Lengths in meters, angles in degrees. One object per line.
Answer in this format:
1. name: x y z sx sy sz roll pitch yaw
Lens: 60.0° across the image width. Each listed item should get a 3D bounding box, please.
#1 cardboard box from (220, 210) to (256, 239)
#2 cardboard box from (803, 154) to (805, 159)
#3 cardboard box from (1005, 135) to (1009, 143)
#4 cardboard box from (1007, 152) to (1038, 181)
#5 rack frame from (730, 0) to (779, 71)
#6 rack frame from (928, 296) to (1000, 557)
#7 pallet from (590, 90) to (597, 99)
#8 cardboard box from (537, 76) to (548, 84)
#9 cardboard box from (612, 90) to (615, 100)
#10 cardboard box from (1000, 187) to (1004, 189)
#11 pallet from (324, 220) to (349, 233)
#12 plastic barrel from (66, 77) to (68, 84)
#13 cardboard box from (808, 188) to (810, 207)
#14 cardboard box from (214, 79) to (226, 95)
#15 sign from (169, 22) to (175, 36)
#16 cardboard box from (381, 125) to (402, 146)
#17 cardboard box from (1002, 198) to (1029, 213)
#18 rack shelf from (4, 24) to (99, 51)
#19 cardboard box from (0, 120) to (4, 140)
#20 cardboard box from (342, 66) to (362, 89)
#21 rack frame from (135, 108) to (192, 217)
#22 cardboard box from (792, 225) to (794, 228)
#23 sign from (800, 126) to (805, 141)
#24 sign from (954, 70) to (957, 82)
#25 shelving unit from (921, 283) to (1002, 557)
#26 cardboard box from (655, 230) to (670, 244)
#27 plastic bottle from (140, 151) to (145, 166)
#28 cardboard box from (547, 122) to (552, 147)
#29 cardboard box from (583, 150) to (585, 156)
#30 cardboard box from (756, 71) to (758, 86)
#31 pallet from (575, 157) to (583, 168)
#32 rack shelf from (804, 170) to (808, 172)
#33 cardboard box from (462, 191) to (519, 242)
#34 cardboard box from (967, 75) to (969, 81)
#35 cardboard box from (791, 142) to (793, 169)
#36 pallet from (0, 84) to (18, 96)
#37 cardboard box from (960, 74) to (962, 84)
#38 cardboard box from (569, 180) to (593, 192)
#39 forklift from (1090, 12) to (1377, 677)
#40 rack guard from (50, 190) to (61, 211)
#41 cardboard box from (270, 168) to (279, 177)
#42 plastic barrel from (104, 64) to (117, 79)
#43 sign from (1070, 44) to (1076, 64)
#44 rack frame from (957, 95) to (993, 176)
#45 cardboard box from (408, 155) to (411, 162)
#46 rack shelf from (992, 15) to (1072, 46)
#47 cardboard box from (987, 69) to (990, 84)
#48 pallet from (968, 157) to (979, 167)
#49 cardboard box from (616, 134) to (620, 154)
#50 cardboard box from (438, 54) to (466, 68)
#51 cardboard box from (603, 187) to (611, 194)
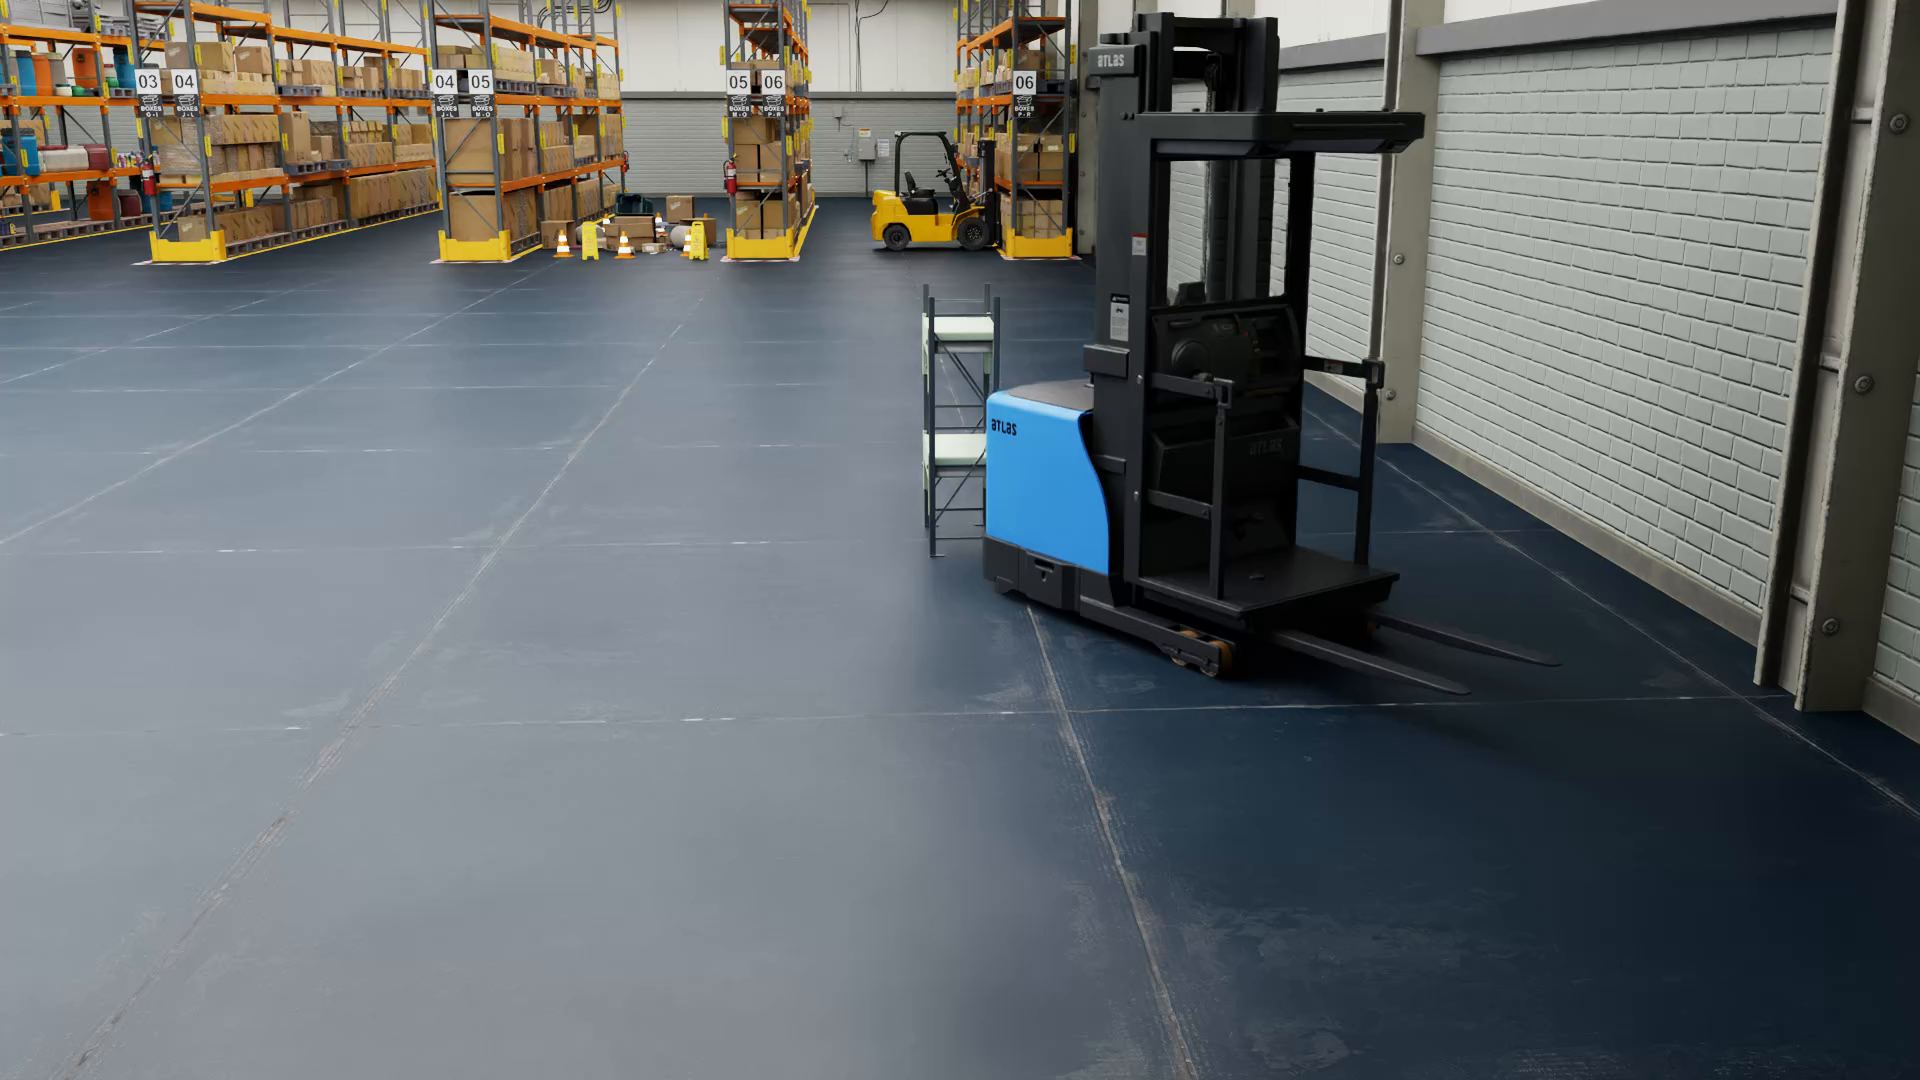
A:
1. cardboard box: -13.531 -5.909 31.147 0.500 0.500 0.500 -2 15 -8
2. cardboard box: -3.971 -9.148 39.860 0.500 0.250 0.500 -1 14 -4
3. cardboard box: 1.027 -7.392 30.636 0.380 0.149 0.250 -1 14 -2
4. cardboard box: 1.124 -6.714 29.902 0.500 0.500 0.500 -1 14 -5
5. rack frame: -3.534 -9.376 28.406 0.949 2.616 0.053 -1 14 -3
6. rack frame: 0.023 -0.634 9.479 0.400 1.500 0.023 -1 14 -3
7. pallet: -9.283 -10.560 39.404 1.213 0.211 1.003 -1 14 -3
8. cardboard box: -8.547 -9.299 33.588 0.380 0.149 0.250 -1 14 -3
9. cardboard box: -9.114 -11.368 42.472 0.500 0.250 0.500 0 14 -1
10. cardboard box: 1.115 -8.106 38.383 0.380 0.149 0.250 -1 14 -3
11. pallet: -13.877 -6.762 35.884 1.003 0.211 1.213 -1 14 -3
12. plastic barrel: -19.154 -9.655 35.288 0.421 0.512 0.421 0 14 0
13. cardboard box: -4.212 -8.575 41.633 0.875 0.438 0.875 -1 14 -4
14. cardboard box: -13.238 -7.949 29.183 0.500 0.250 0.500 -1 14 -5
15. sign: -18.566 -12.037 39.170 0.100 0.325 0.005 -1 14 -3
16. cardboard box: -13.946 -9.859 40.524 0.500 0.500 0.500 -1 14 -3
17. cardboard box: 1.039 -6.140 30.540 0.500 0.250 0.500 -1 14 -2
18. rack shelf: -18.743 -10.096 33.453 1.077 0.370 4.000 -1 14 -3
19. cardboard box: -23.871 -10.060 40.898 0.500 0.500 0.500 -1 14 -5
20. cardboard box: -14.072 -10.521 37.826 0.797 0.503 0.637 -1 14 -4
21. rack frame: -19.115 -9.225 39.861 1.000 3.000 0.127 -1 14 -3
22. cardboard box: -3.335 -5.674 30.734 0.500 0.250 0.500 0 14 -1
23. sign: -3.492 -8.993 36.793 0.100 0.325 0.005 -1 14 -3
24. sign: -0.116 -12.394 44.405 0.100 0.325 0.005 -1 14 -3
25. shelving unit: 0.000 -0.725 9.833 0.431 1.500 0.755 -1 14 -3
26. cardboard box: -5.877 -5.905 32.444 0.258 0.266 0.396 -13 20 -42
27. plastic bottle: -18.663 -8.704 37.933 0.144 0.351 0.185 -1 14 -3
28. cardboard box: -8.851 -8.399 34.441 0.700 0.500 0.500 -1 14 -4
29. cardboard box: -8.892 -8.949 38.448 0.380 0.149 0.250 -1 14 -5
30. cardboard box: -3.854 -8.243 29.727 0.500 0.250 0.500 -1 14 -4
31. pallet: -9.118 -8.441 37.198 1.213 0.211 1.003 -1 14 -3
32. rack shelf: -4.157 -8.609 38.909 1.077 0.370 4.000 -1 14 -3
33. cardboard box: -8.636 -5.929 30.473 0.875 0.875 0.875 -1 14 -4
34. cardboard box: 0.357 -10.985 39.546 0.380 0.149 0.250 -1 14 -4
35. cardboard box: -3.434 -7.294 31.557 0.500 0.500 0.500 0 14 -2
36. pallet: -18.477 -8.419 31.086 1.213 0.211 1.003 -1 14 -3
37. cardboard box: 0.260 -11.927 43.044 0.500 0.250 0.500 -1 14 -4
38. cardboard box: -8.851 -8.268 38.811 0.500 0.250 0.500 -2 15 -6
39. forklift: 1.398 -0.932 7.765 1.121 2.935 3.031 -10 18 -35
40. rack guard: -24.302 -8.915 43.672 1.175 0.500 0.348 -1 14 -3
41. cardboard box: -13.363 -7.079 32.024 0.380 0.149 0.250 -1 14 -3
42. plastic barrel: -19.128 -10.391 37.256 0.433 0.535 0.433 0 14 0
43. sign: 1.971 -8.469 28.990 0.100 0.325 0.005 -1 14 -3
44. rack frame: 0.425 -10.527 44.920 1.000 3.000 0.127 -1 14 -3
45. cardboard box: -13.925 -9.518 41.505 0.380 0.149 0.250 -1 14 -4
46. rack shelf: 1.293 -9.408 30.780 1.077 0.370 4.000 -1 14 -3
47. cardboard box: 0.833 -9.571 34.321 0.500 0.311 0.500 -1 14 -5
48. pallet: 0.809 -8.612 37.862 1.213 0.211 1.003 -1 14 -3
49. cardboard box: -9.151 -10.304 43.258 0.500 0.500 0.500 -1 14 -4
50. cardboard box: -8.781 -8.262 28.758 0.500 0.250 0.500 -1 14 -3
51. cardboard box: -9.025 -8.813 41.945 0.380 0.149 0.250 -1 14 -2
